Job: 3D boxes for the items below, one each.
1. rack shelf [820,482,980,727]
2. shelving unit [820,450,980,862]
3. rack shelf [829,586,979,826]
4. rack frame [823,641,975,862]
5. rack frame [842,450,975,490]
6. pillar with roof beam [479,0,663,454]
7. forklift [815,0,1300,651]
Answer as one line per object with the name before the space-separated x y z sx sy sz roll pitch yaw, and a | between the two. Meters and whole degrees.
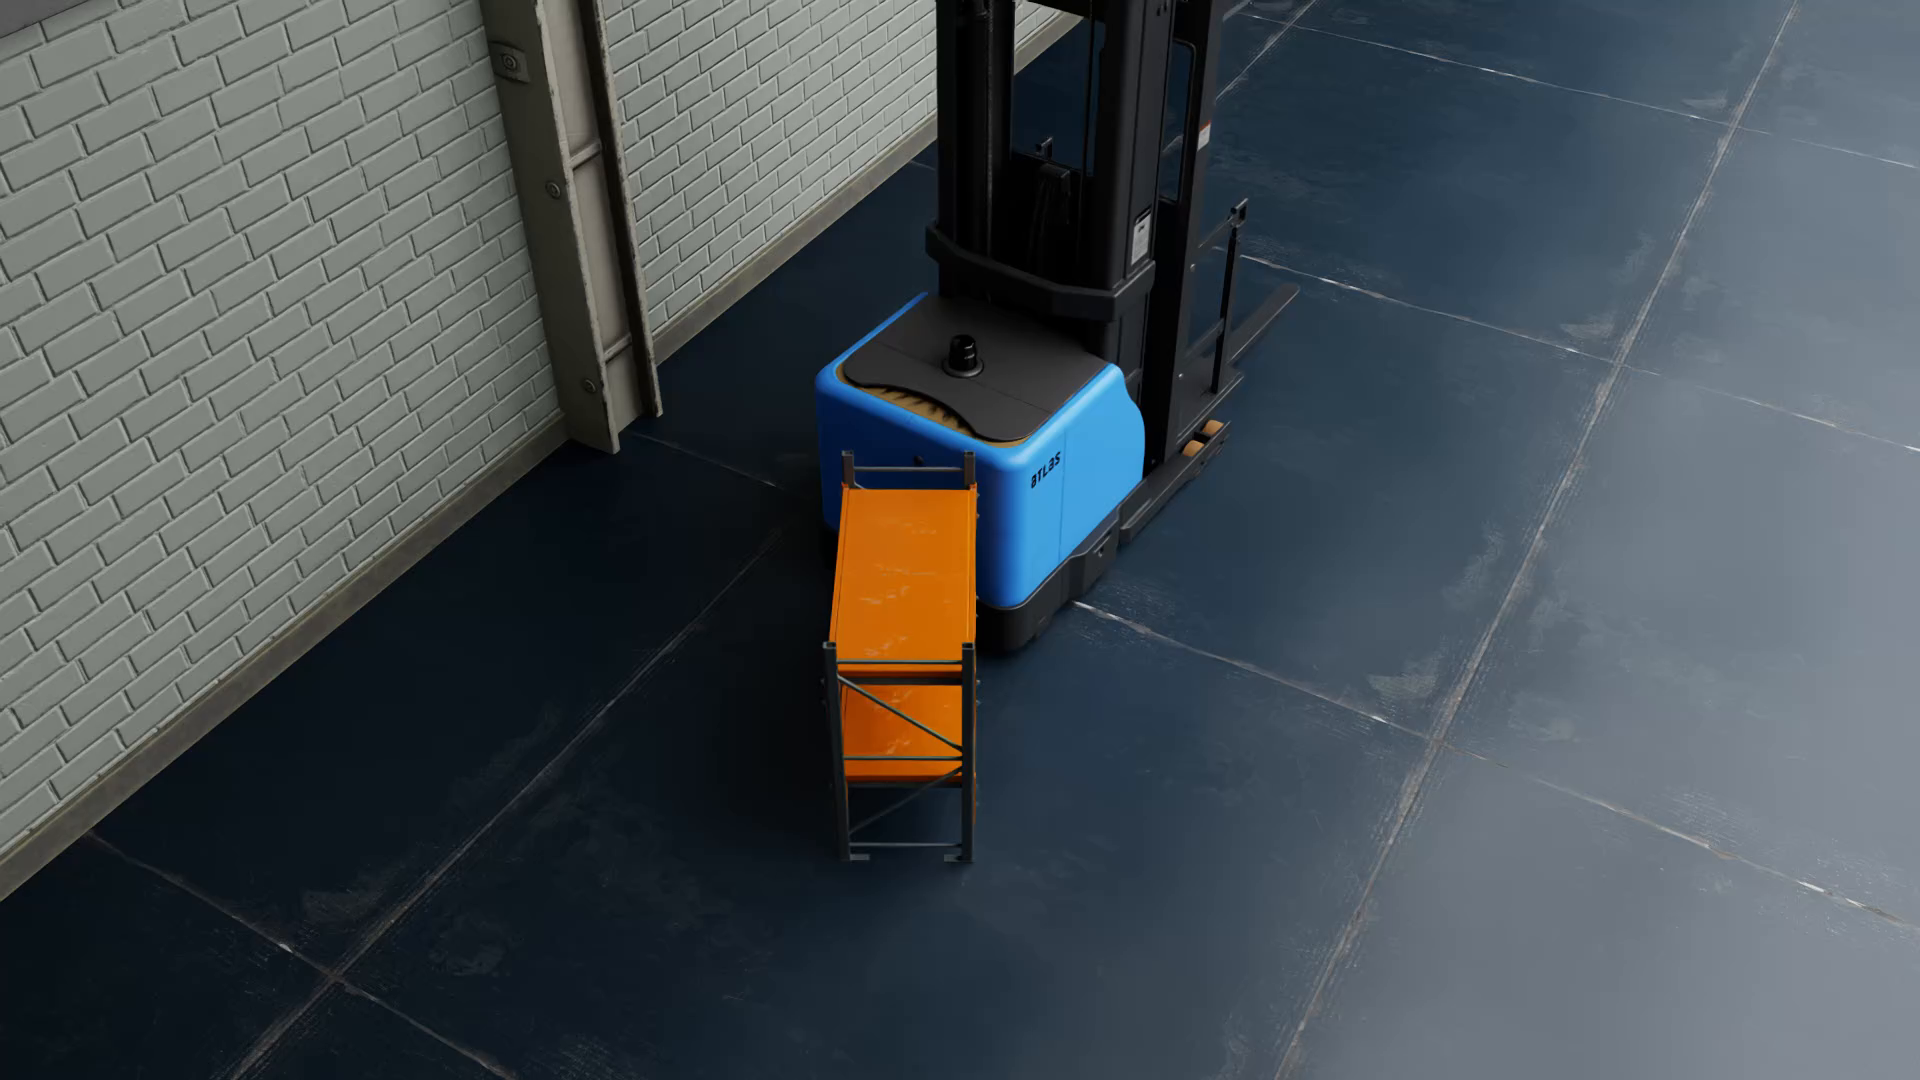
rack shelf | -0.197 0.213 6.030 0.538 0.278 1.000 0 41 0
shelving unit | -0.197 0.433 6.223 0.538 1.125 1.048 0 41 0
rack shelf | -0.197 0.616 6.385 0.538 0.278 1.000 0 41 0
rack frame | -0.201 0.769 5.842 0.500 1.125 0.032 0 41 0
rack frame | -0.193 0.097 6.605 0.500 1.125 0.032 0 41 0
pillar with roof beam | 2.019 -2.529 3.629 9.100 9.000 0.400 21 45 22
forklift | 0.650 -1.574 7.135 1.130 2.935 3.031 25 47 25
